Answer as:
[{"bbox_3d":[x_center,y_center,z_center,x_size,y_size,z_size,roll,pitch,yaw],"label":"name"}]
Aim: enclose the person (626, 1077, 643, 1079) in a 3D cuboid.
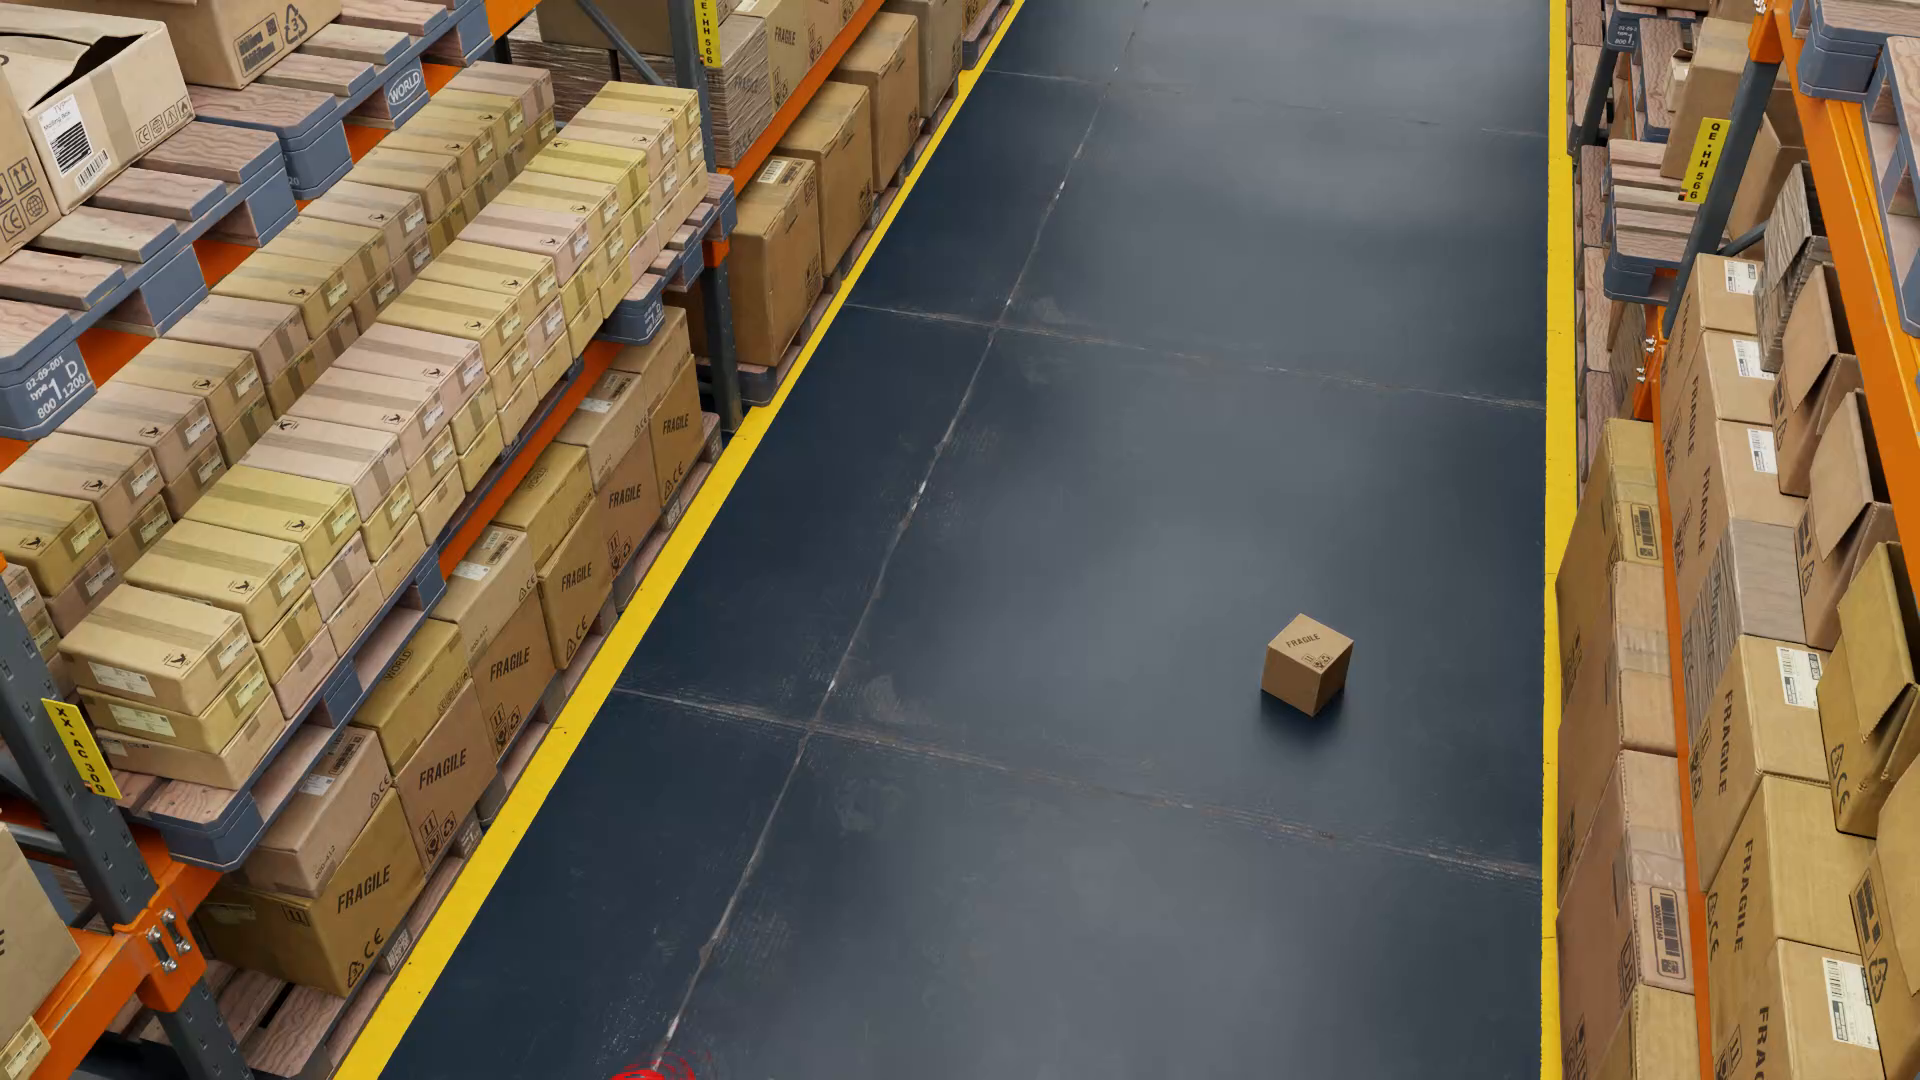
[{"bbox_3d":[-0.704,1.847,3.977,0.531,1.768,0.842,16,43,18],"label":"person"}]
